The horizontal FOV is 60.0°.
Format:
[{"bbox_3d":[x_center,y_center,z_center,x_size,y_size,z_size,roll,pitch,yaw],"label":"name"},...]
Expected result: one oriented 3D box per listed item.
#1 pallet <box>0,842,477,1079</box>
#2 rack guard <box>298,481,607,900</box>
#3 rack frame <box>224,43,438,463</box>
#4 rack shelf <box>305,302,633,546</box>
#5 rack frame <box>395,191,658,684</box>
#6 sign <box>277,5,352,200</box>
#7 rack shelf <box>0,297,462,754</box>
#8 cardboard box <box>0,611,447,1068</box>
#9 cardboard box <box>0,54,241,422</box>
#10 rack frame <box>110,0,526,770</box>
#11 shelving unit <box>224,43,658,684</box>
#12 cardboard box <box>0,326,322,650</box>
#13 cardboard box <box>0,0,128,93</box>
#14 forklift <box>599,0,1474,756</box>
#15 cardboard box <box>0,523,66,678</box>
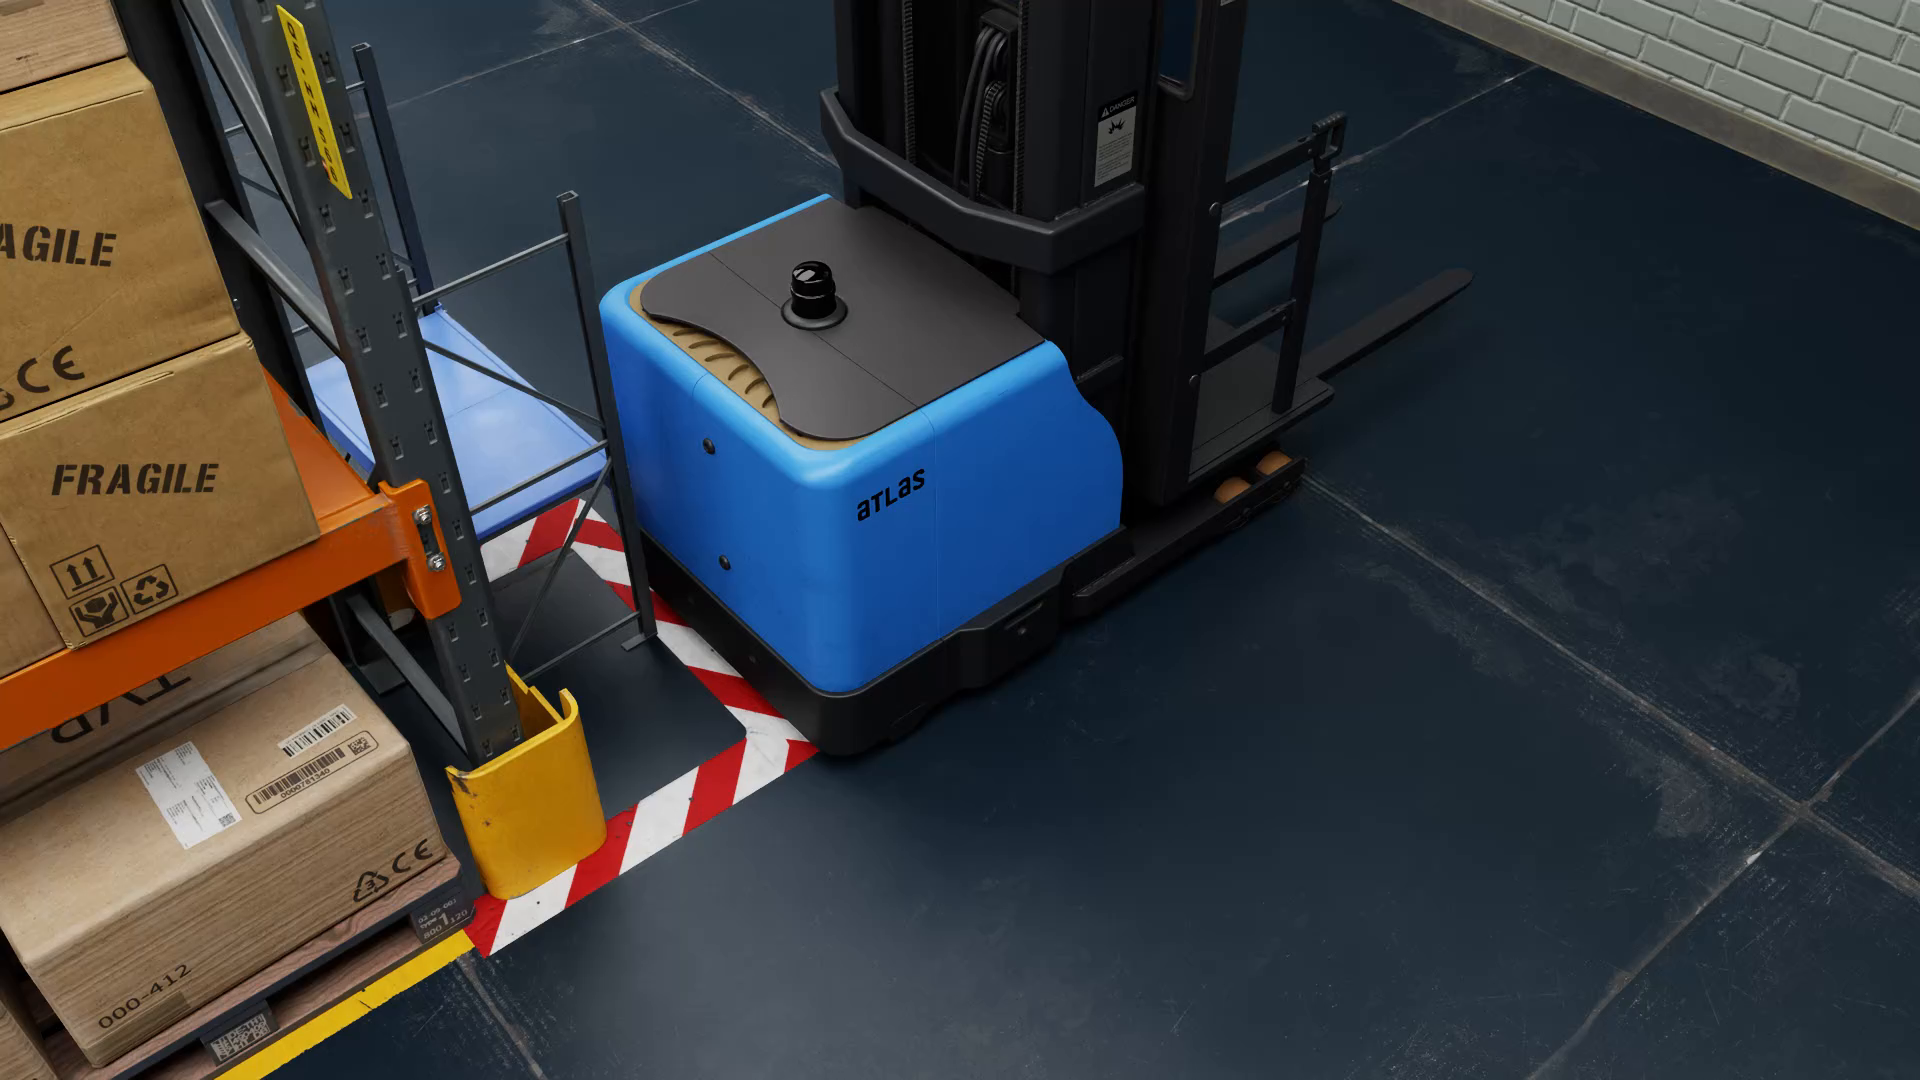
[{"bbox_3d":[-1.998,0.886,4.152,1.213,0.211,1.003,-30,51,-28],"label":"pallet"},{"bbox_3d":[-1.416,0.378,4.482,0.348,0.500,1.175,-30,51,-28],"label":"rack guard"},{"bbox_3d":[-1.779,-0.674,4.872,0.500,1.500,0.032,-32,52,-29],"label":"rack frame"},{"bbox_3d":[-1.436,-0.286,4.721,0.538,0.185,1.000,-32,52,-29],"label":"rack shelf"},{"bbox_3d":[-1.094,-0.160,4.324,0.500,1.500,0.032,-32,52,-29],"label":"rack frame"},{"bbox_3d":[-1.097,-0.740,2.828,0.005,0.325,0.100,-30,51,-28],"label":"sign"},{"bbox_3d":[-2.969,0.618,2.926,4.000,0.370,1.077,-30,51,-28],"label":"rack shelf"},{"bbox_3d":[-1.877,0.601,3.984,0.875,0.438,0.875,-32,52,-29],"label":"cardboard box"},{"bbox_3d":[-1.652,-0.587,2.880,0.500,0.500,0.500,-28,50,-27],"label":"cardboard box"},{"bbox_3d":[-1.435,-0.523,3.615,0.127,3.000,1.000,-30,51,-28],"label":"rack frame"},{"bbox_3d":[-1.436,-0.417,4.598,0.538,1.500,1.048,-32,52,-29],"label":"shelving unit"},{"bbox_3d":[-1.635,-0.208,3.208,0.500,0.500,0.500,-30,51,-28],"label":"cardboard box"},{"bbox_3d":[-1.582,-0.897,2.737,0.250,0.149,0.380,-29,50,-27],"label":"cardboard box"},{"bbox_3d":[0.473,-1.348,4.544,3.031,2.935,1.130,-31,51,-28],"label":"forklift"},{"bbox_3d":[-2.030,0.004,2.981,0.500,0.500,0.500,-31,51,-29],"label":"cardboard box"}]
